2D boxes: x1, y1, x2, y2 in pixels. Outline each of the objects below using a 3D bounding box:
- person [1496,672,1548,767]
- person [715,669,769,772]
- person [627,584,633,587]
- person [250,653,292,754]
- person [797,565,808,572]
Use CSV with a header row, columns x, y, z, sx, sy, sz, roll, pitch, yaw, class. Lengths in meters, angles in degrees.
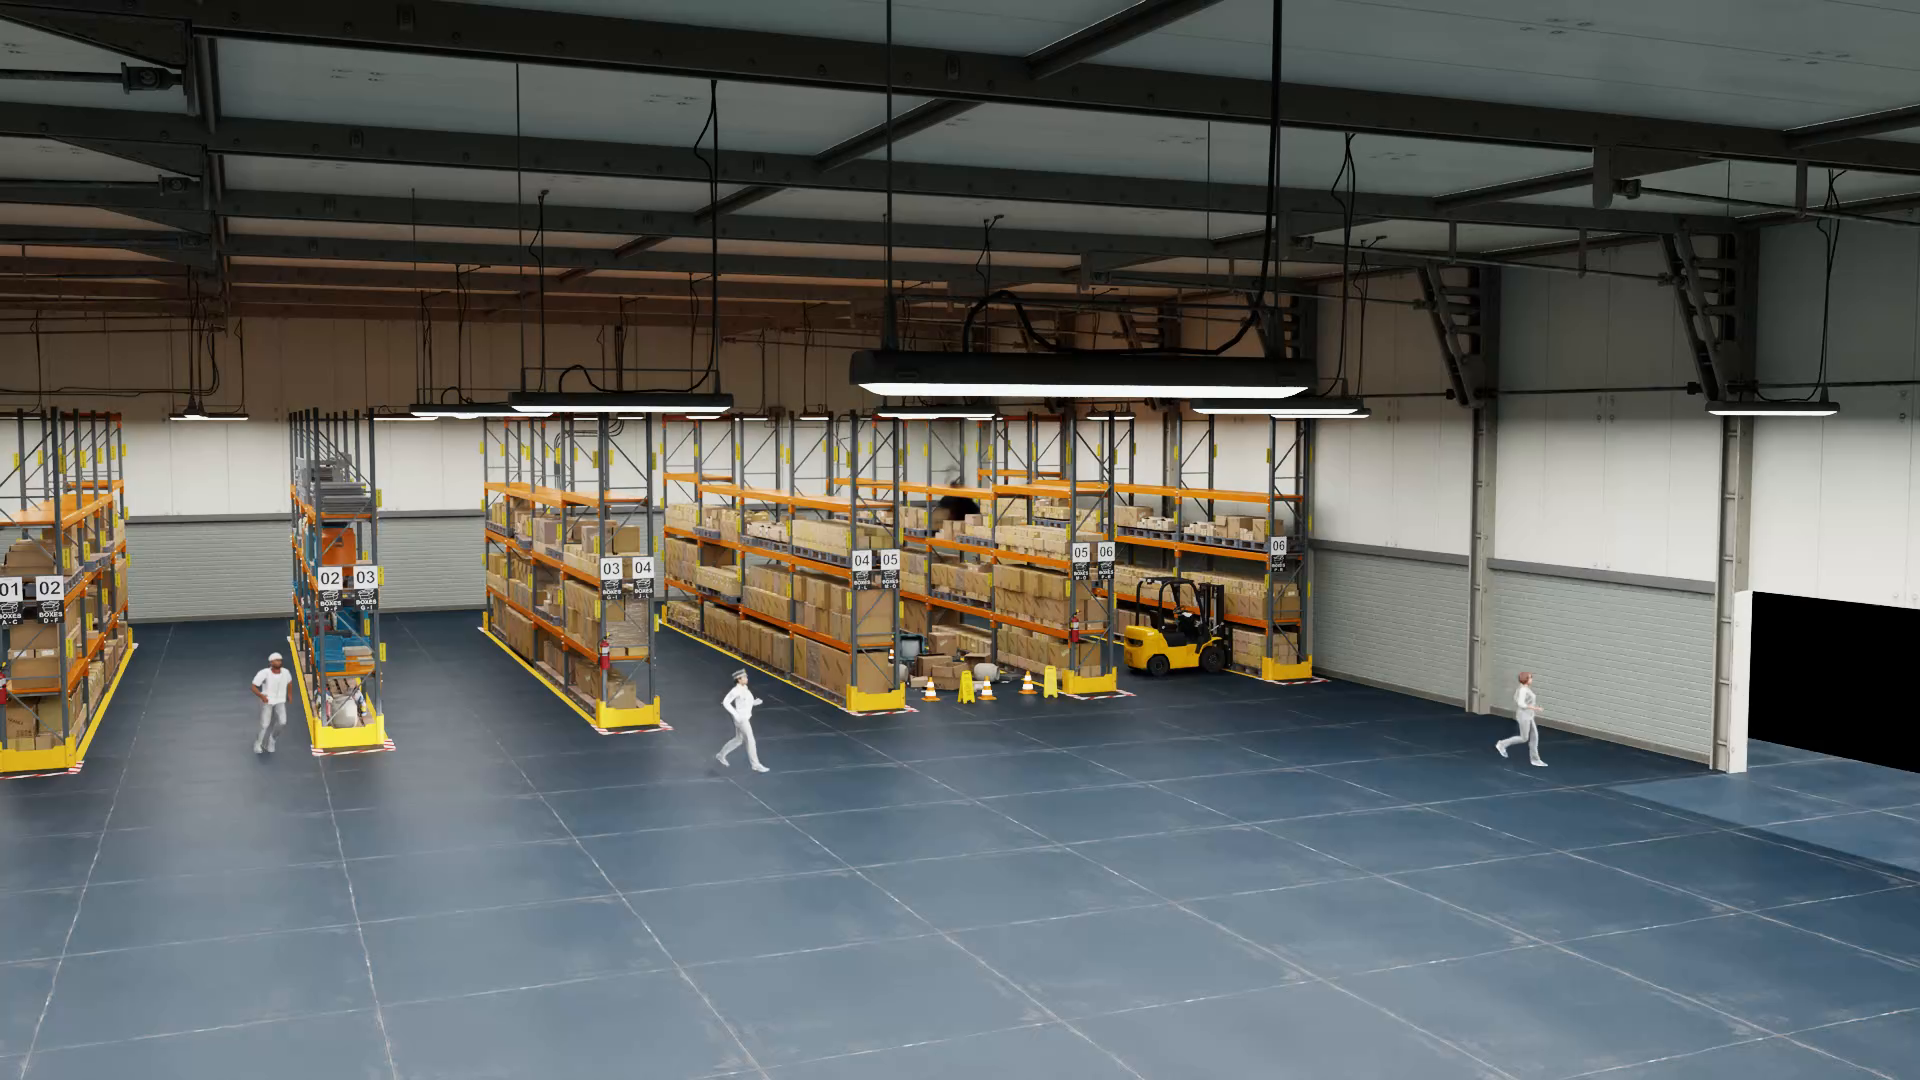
x,y,z,sx,sy,sz,roll,pitch,yaw,class
9.402,2.983,27.769,0.839,1.591,0.538,2,4,26,person
-3.583,2.943,27.259,0.938,1.684,0.608,0,4,6,person
-8.859,1.721,45.438,0.588,1.705,0.744,-1,4,-16,person
-11.945,2.836,28.966,0.766,1.738,0.631,-4,5,-42,person
-4.860,1.298,50.957,0.559,1.719,0.757,-1,4,-12,person
